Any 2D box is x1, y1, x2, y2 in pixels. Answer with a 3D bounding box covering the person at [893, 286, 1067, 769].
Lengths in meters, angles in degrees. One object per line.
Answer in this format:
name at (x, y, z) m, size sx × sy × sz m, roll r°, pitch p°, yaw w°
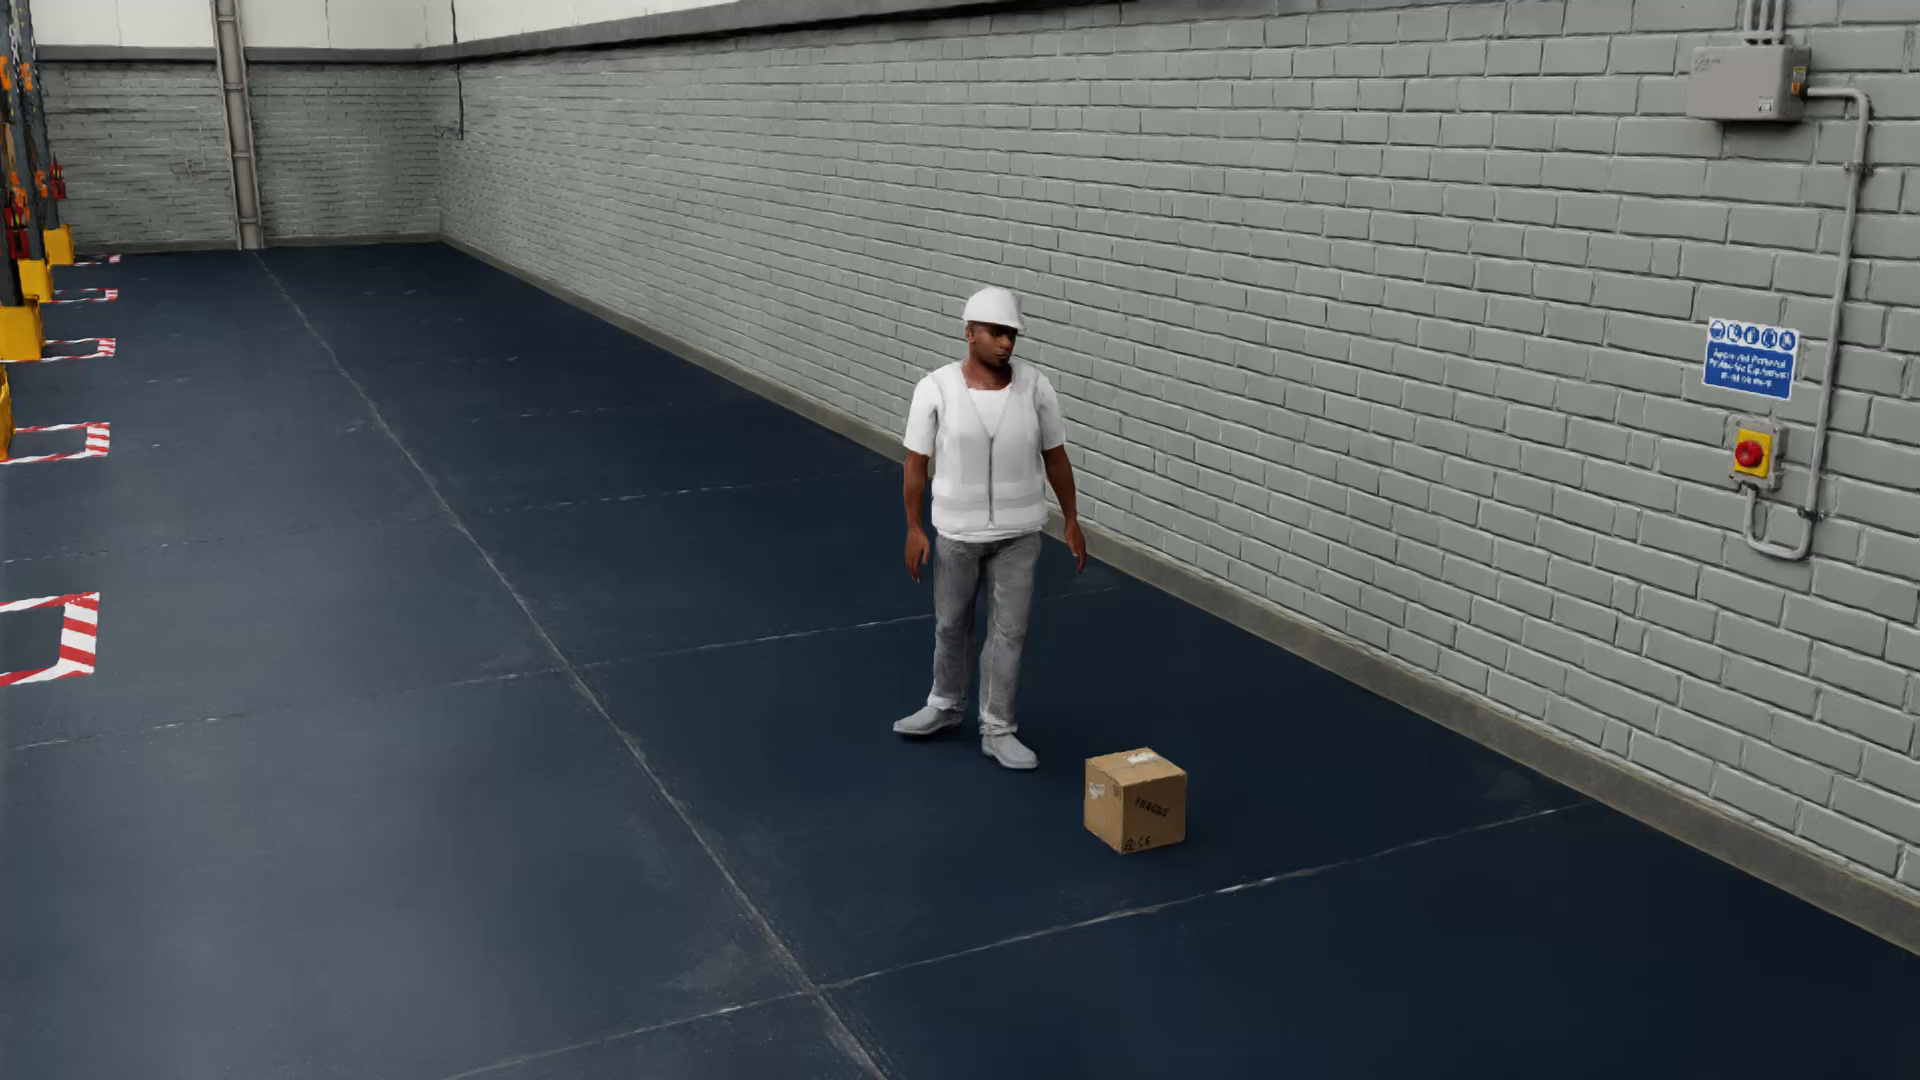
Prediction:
person at (0.068, -0.052, 6.164) m, size 0.651 × 1.763 × 0.524 m, roll -1°, pitch 15°, yaw -3°
